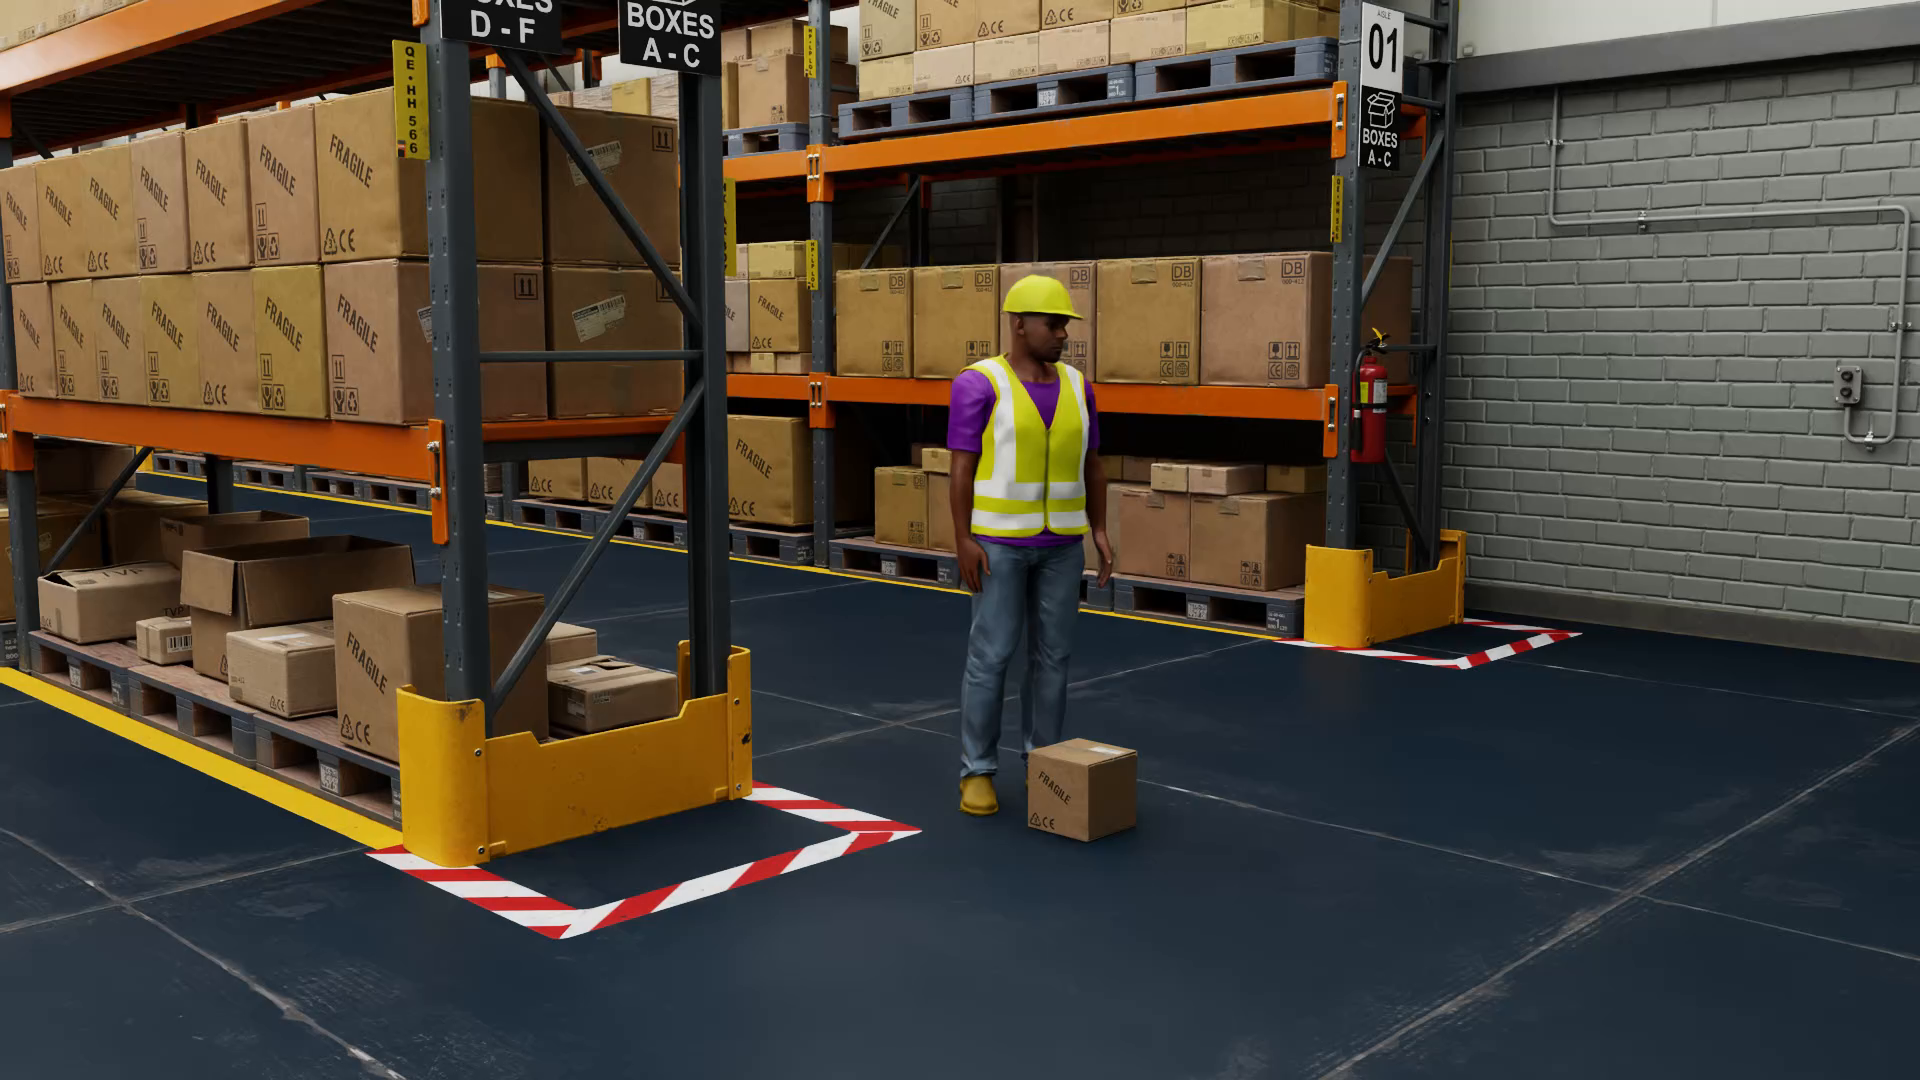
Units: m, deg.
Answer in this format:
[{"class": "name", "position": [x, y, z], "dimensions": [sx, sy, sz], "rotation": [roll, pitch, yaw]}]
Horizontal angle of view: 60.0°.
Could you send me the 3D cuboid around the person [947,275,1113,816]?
[{"class": "person", "position": [0.245, 0.006, 5.610], "dimensions": [0.587, 1.783, 0.365], "rotation": [-3, 8, -24]}]
